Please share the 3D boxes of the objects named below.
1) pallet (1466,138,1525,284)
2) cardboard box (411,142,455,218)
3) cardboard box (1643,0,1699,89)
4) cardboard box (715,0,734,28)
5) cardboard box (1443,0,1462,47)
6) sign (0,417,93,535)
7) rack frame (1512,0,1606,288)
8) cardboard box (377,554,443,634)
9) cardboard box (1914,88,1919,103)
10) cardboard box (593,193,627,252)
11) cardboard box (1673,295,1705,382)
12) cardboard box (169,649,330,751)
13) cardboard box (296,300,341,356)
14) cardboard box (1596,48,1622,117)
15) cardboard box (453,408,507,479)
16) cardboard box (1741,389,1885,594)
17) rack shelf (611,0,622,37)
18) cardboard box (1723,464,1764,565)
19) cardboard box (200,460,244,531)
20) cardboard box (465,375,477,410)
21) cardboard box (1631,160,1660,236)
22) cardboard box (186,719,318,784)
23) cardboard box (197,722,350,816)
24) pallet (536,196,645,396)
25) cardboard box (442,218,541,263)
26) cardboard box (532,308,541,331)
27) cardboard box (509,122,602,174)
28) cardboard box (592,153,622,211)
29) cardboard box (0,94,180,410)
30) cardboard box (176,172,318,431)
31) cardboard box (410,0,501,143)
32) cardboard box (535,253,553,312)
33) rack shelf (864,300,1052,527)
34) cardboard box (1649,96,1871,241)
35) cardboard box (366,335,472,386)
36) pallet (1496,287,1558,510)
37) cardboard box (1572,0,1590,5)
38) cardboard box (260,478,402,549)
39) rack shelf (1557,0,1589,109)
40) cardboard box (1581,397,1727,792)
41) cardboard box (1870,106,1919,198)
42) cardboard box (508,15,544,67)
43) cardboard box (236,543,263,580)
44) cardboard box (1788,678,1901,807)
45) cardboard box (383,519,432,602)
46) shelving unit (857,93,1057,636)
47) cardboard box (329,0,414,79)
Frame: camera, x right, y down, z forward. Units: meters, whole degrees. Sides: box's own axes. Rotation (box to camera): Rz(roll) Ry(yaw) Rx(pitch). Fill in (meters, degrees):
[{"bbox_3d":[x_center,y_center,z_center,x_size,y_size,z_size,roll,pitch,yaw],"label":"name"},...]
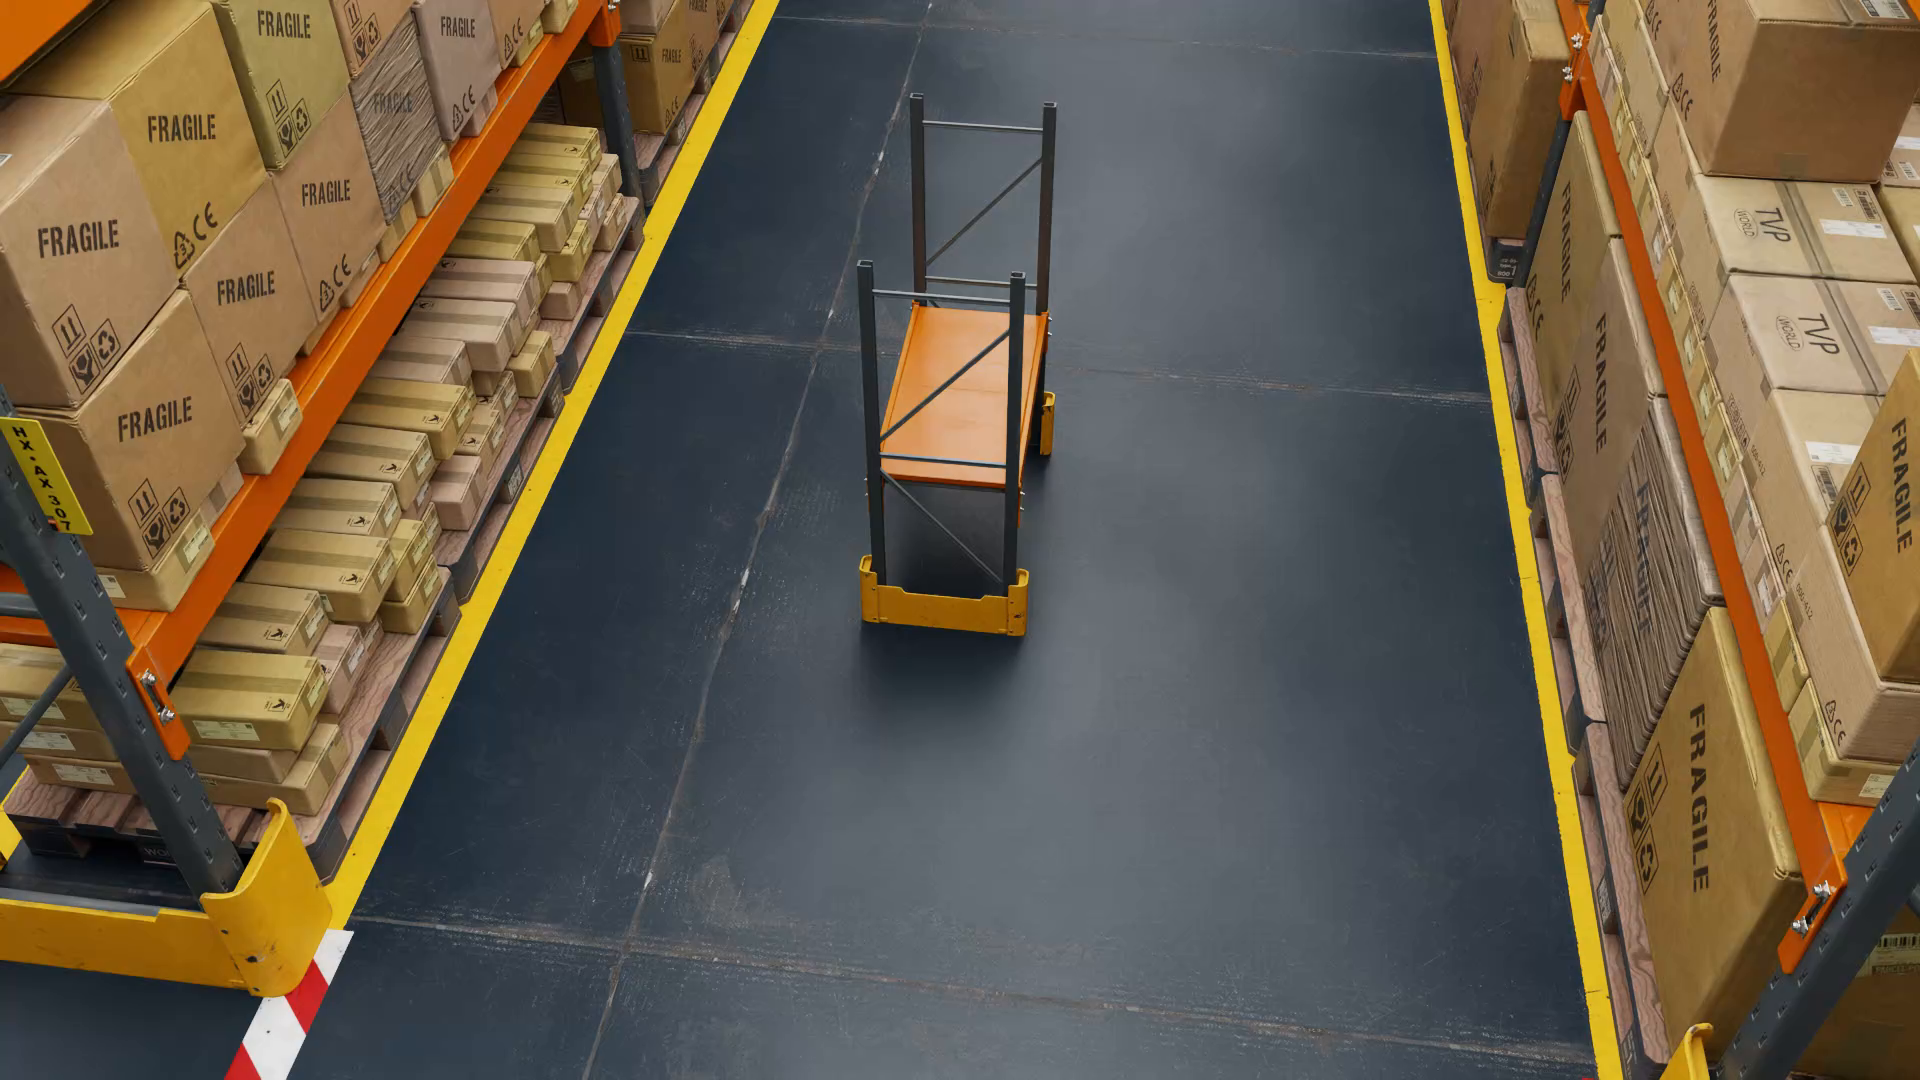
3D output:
[{"bbox_3d":[2.950,-1.596,7.782,1.003,0.211,1.213,5,44,6],"label":"pallet"},{"bbox_3d":[-1.922,-1.216,5.536,0.380,0.149,0.250,6,44,6],"label":"cardboard box"},{"bbox_3d":[2.533,-1.763,5.278,0.500,0.500,0.500,5,44,6],"label":"cardboard box"},{"bbox_3d":[-1.496,-3.039,8.790,0.500,0.500,0.500,6,44,6],"label":"cardboard box"},{"bbox_3d":[3.214,-3.107,8.590,1.225,0.875,0.875,5,44,6],"label":"cardboard box"},{"bbox_3d":[-1.971,-0.134,3.581,0.100,0.325,0.005,5,44,6],"label":"sign"},{"bbox_3d":[2.923,-2.076,6.260,1.000,3.000,0.127,5,44,6],"label":"rack frame"},{"bbox_3d":[-2.001,0.165,5.662,0.380,0.149,0.250,6,44,6],"label":"cardboard box"},{"bbox_3d":[3.056,-1.723,5.235,0.500,0.500,0.500,6,44,6],"label":"cardboard box"},{"bbox_3d":[-1.695,-1.414,7.330,0.380,0.149,0.250,6,44,6],"label":"cardboard box"},{"bbox_3d":[2.317,-0.573,4.856,0.380,0.149,0.250,6,44,6],"label":"cardboard box"},{"bbox_3d":[-2.103,0.471,4.906,0.380,0.149,0.250,3,44,4],"label":"cardboard box"},{"bbox_3d":[-2.102,-0.697,4.987,0.380,0.149,0.250,5,44,5],"label":"cardboard box"},{"bbox_3d":[2.519,-1.634,5.977,0.380,0.149,0.250,4,44,4],"label":"cardboard box"},{"bbox_3d":[-1.932,-0.370,6.227,0.380,0.149,0.250,5,44,6],"label":"cardboard box"},{"bbox_3d":[2.262,-0.103,4.070,0.500,0.250,0.500,5,44,5],"label":"cardboard box"},{"bbox_3d":[-1.716,-3.697,8.496,1.077,0.370,4.000,5,44,6],"label":"rack shelf"},{"bbox_3d":[2.216,-0.050,4.304,0.380,0.149,0.250,6,44,6],"label":"cardboard box"},{"bbox_3d":[-2.149,-0.146,4.406,0.380,0.149,0.250,7,44,7],"label":"cardboard box"},{"bbox_3d":[-2.026,-0.511,6.160,0.380,0.149,0.250,7,44,7],"label":"cardboard box"},{"bbox_3d":[2.418,-1.101,5.414,0.380,0.149,0.250,5,44,5],"label":"cardboard box"},{"bbox_3d":[-2.186,0.572,5.016,0.380,0.149,0.250,7,44,7],"label":"cardboard box"},{"bbox_3d":[-2.123,0.685,5.113,0.380,0.149,0.250,6,44,6],"label":"cardboard box"},{"bbox_3d":[-2.034,-1.122,7.281,1.003,0.211,1.213,5,44,6],"label":"pallet"},{"bbox_3d":[-1.901,-1.145,6.613,0.380,0.149,0.250,7,44,7],"label":"cardboard box"},{"bbox_3d":[-1.938,-0.891,6.777,0.380,0.149,0.250,4,44,4],"label":"cardboard box"},{"bbox_3d":[-1.770,-1.663,7.160,0.380,0.149,0.250,6,44,7],"label":"cardboard box"},{"bbox_3d":[-1.707,-1.577,7.286,0.380,0.149,0.250,6,44,6],"label":"cardboard box"},{"bbox_3d":[-2.187,-0.659,3.748,0.500,0.500,0.500,5,44,5],"label":"cardboard box"},{"bbox_3d":[-2.131,-0.662,4.478,0.500,0.500,0.500,5,44,6],"label":"cardboard box"},{"bbox_3d":[-1.901,-1.692,5.566,0.500,0.500,0.500,5,44,5],"label":"cardboard box"},{"bbox_3d":[-1.879,-1.045,6.724,0.380,0.149,0.250,6,44,6],"label":"cardboard box"},{"bbox_3d":[0.011,-0.472,5.919,0.538,0.185,1.000,5,44,6],"label":"rack shelf"},{"bbox_3d":[2.467,-1.141,5.166,0.500,0.250,0.500,6,44,7],"label":"cardboard box"},{"bbox_3d":[-2.011,-0.608,6.045,0.380,0.149,0.250,5,44,6],"label":"cardboard box"},{"bbox_3d":[2.744,-0.552,6.679,1.003,0.211,1.213,5,44,6],"label":"pallet"},{"bbox_3d":[2.714,-2.456,6.589,0.500,0.500,0.500,5,44,6],"label":"cardboard box"},{"bbox_3d":[-2.075,-0.064,5.472,0.380,0.149,0.250,3,44,3],"label":"cardboard box"},{"bbox_3d":[3.187,-3.177,7.947,1.077,0.370,4.000,5,44,6],"label":"rack shelf"},{"bbox_3d":[2.519,0.206,5.091,0.875,0.875,0.875,5,44,6],"label":"cardboard box"},{"bbox_3d":[2.991,-1.104,5.127,0.500,0.250,0.500,6,44,6],"label":"cardboard box"},{"bbox_3d":[-1.807,-1.926,6.285,0.380,0.149,0.250,7,44,7],"label":"cardboard box"},{"bbox_3d":[-2.518,-0.008,5.629,0.380,0.149,0.250,5,44,5],"label":"cardboard box"},{"bbox_3d":[2.114,0.469,3.756,0.380,0.149,0.250,6,44,6],"label":"cardboard box"},{"bbox_3d":[-2.007,0.050,5.567,0.380,0.149,0.250,7,44,7],"label":"cardboard box"},{"bbox_3d":[0.010,-0.597,5.789,0.587,1.500,1.083,5,44,6],"label":"shelving unit"},{"bbox_3d":[-1.972,-1.703,4.851,0.500,0.500,0.500,4,44,4],"label":"cardboard box"}]
